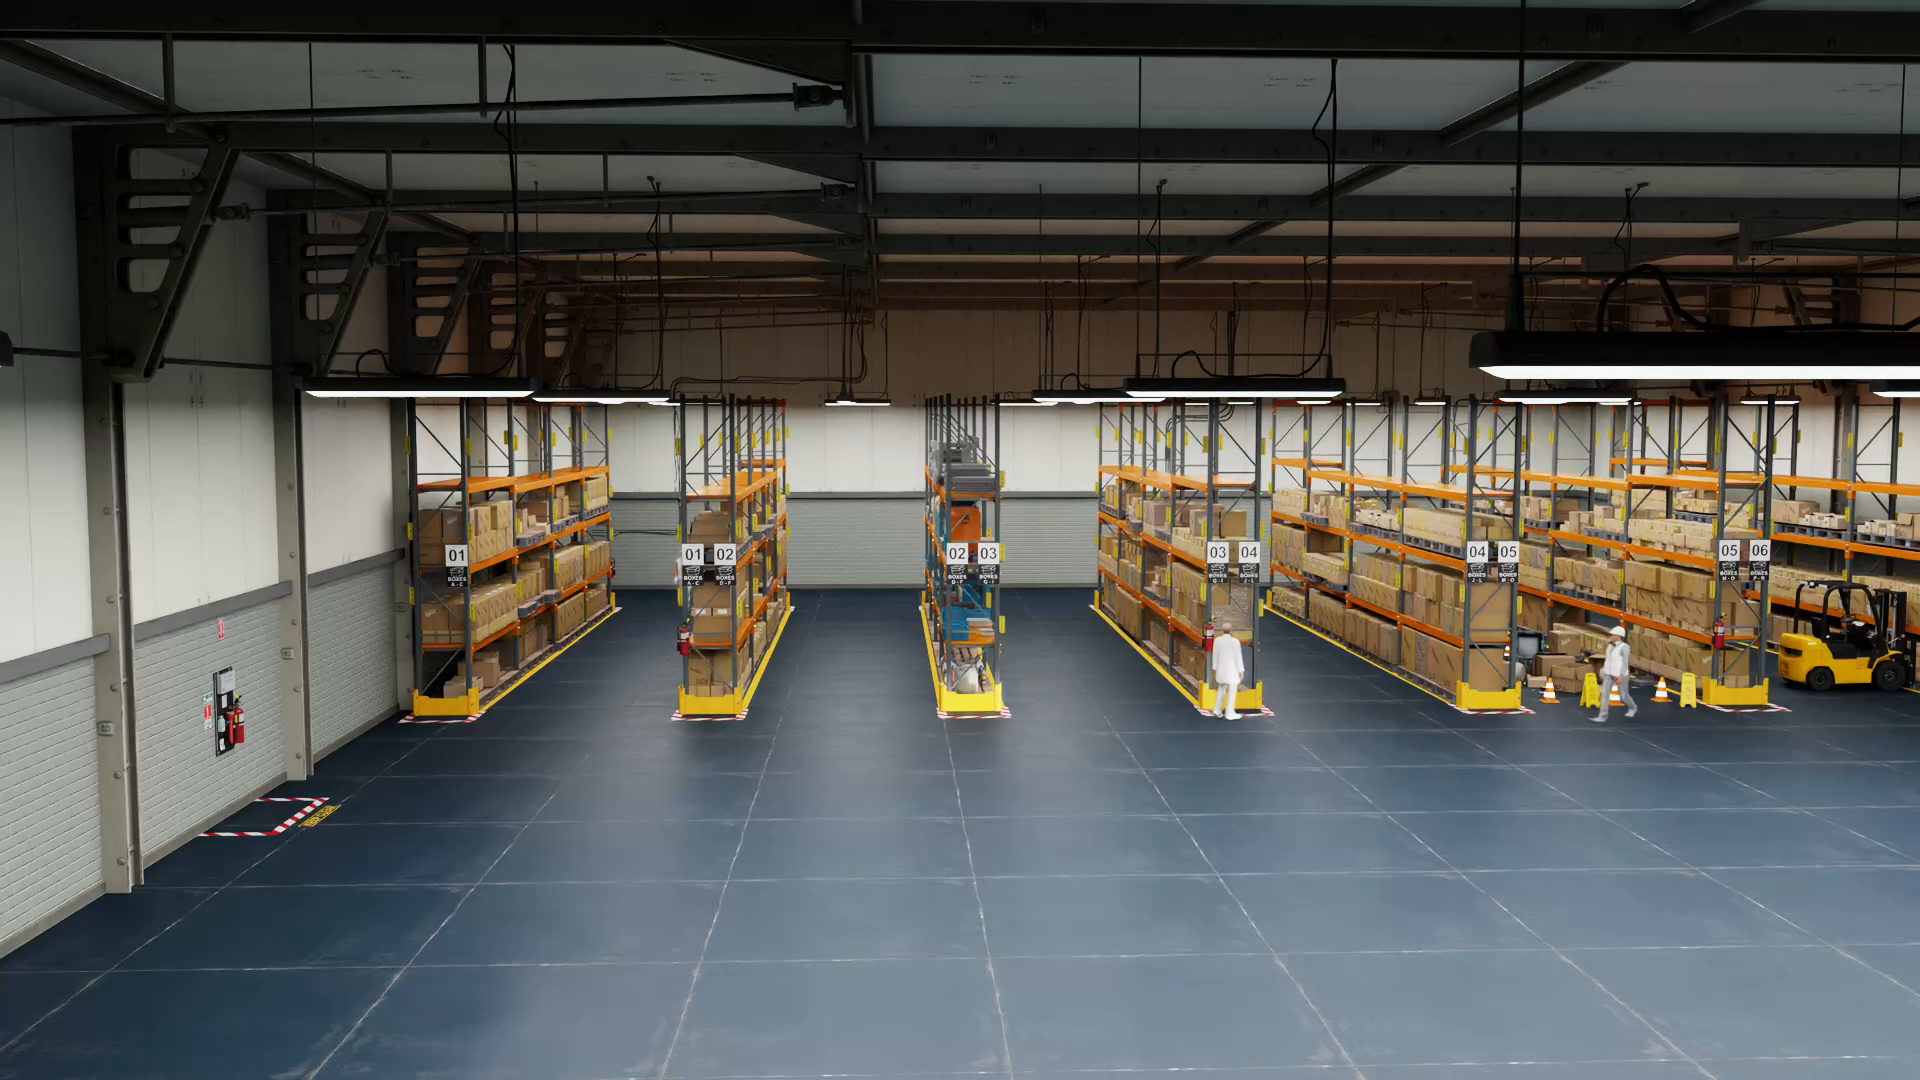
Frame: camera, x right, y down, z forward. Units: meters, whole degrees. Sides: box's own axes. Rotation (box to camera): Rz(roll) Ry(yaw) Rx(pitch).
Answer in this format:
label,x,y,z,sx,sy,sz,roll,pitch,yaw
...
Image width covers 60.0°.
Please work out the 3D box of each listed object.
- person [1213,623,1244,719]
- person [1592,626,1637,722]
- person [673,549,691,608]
label,x,y,z,sx,sy,sz,roll,pitch,yaw
person,4.985,2.432,30.695,0.651,1.827,0.391,4,6,40
person,12.004,2.451,30.380,0.967,1.747,0.504,-3,6,-37
person,-7.849,1.108,46.972,0.495,1.734,0.979,0,5,4
